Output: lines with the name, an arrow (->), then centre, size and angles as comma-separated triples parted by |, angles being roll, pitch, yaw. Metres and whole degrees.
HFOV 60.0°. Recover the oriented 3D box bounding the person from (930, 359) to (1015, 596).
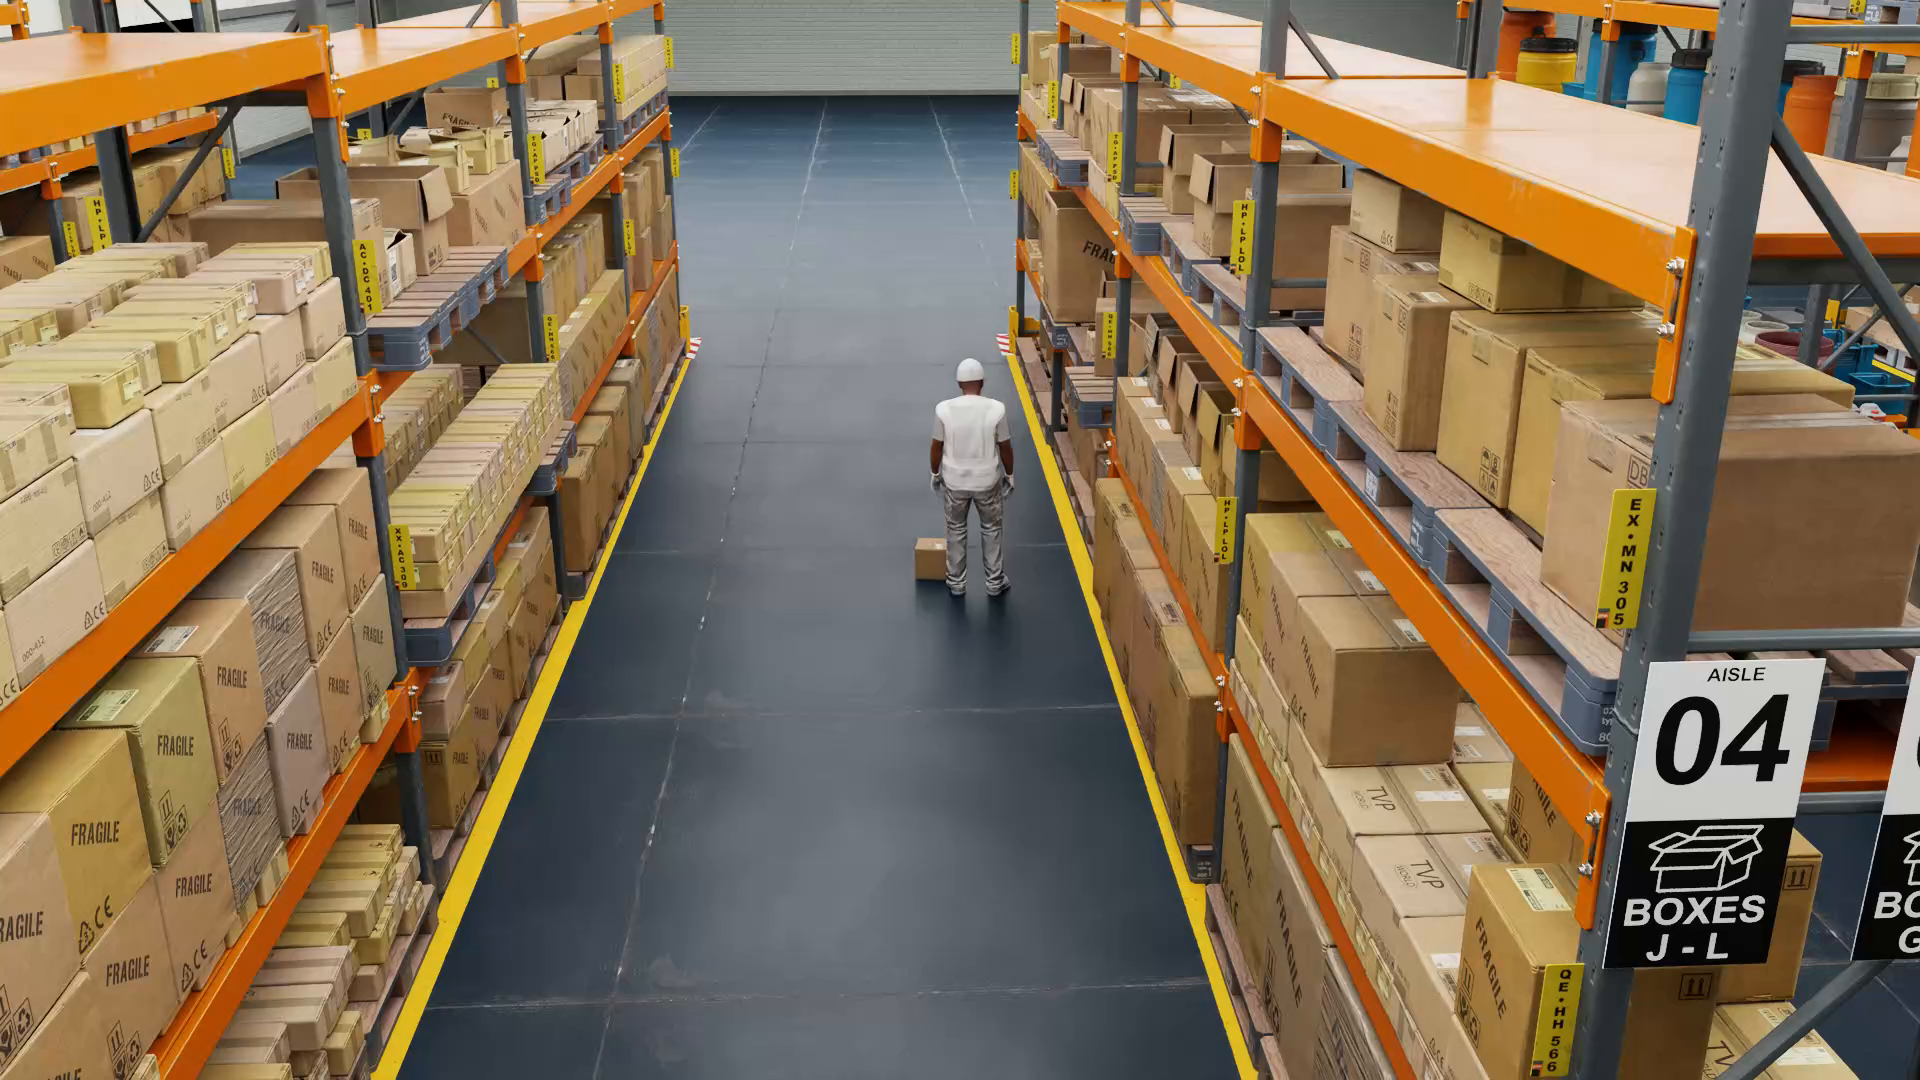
person -> 0.094, -0.454, 12.296 | 0.622, 1.774, 0.453 | 2, 20, 6
